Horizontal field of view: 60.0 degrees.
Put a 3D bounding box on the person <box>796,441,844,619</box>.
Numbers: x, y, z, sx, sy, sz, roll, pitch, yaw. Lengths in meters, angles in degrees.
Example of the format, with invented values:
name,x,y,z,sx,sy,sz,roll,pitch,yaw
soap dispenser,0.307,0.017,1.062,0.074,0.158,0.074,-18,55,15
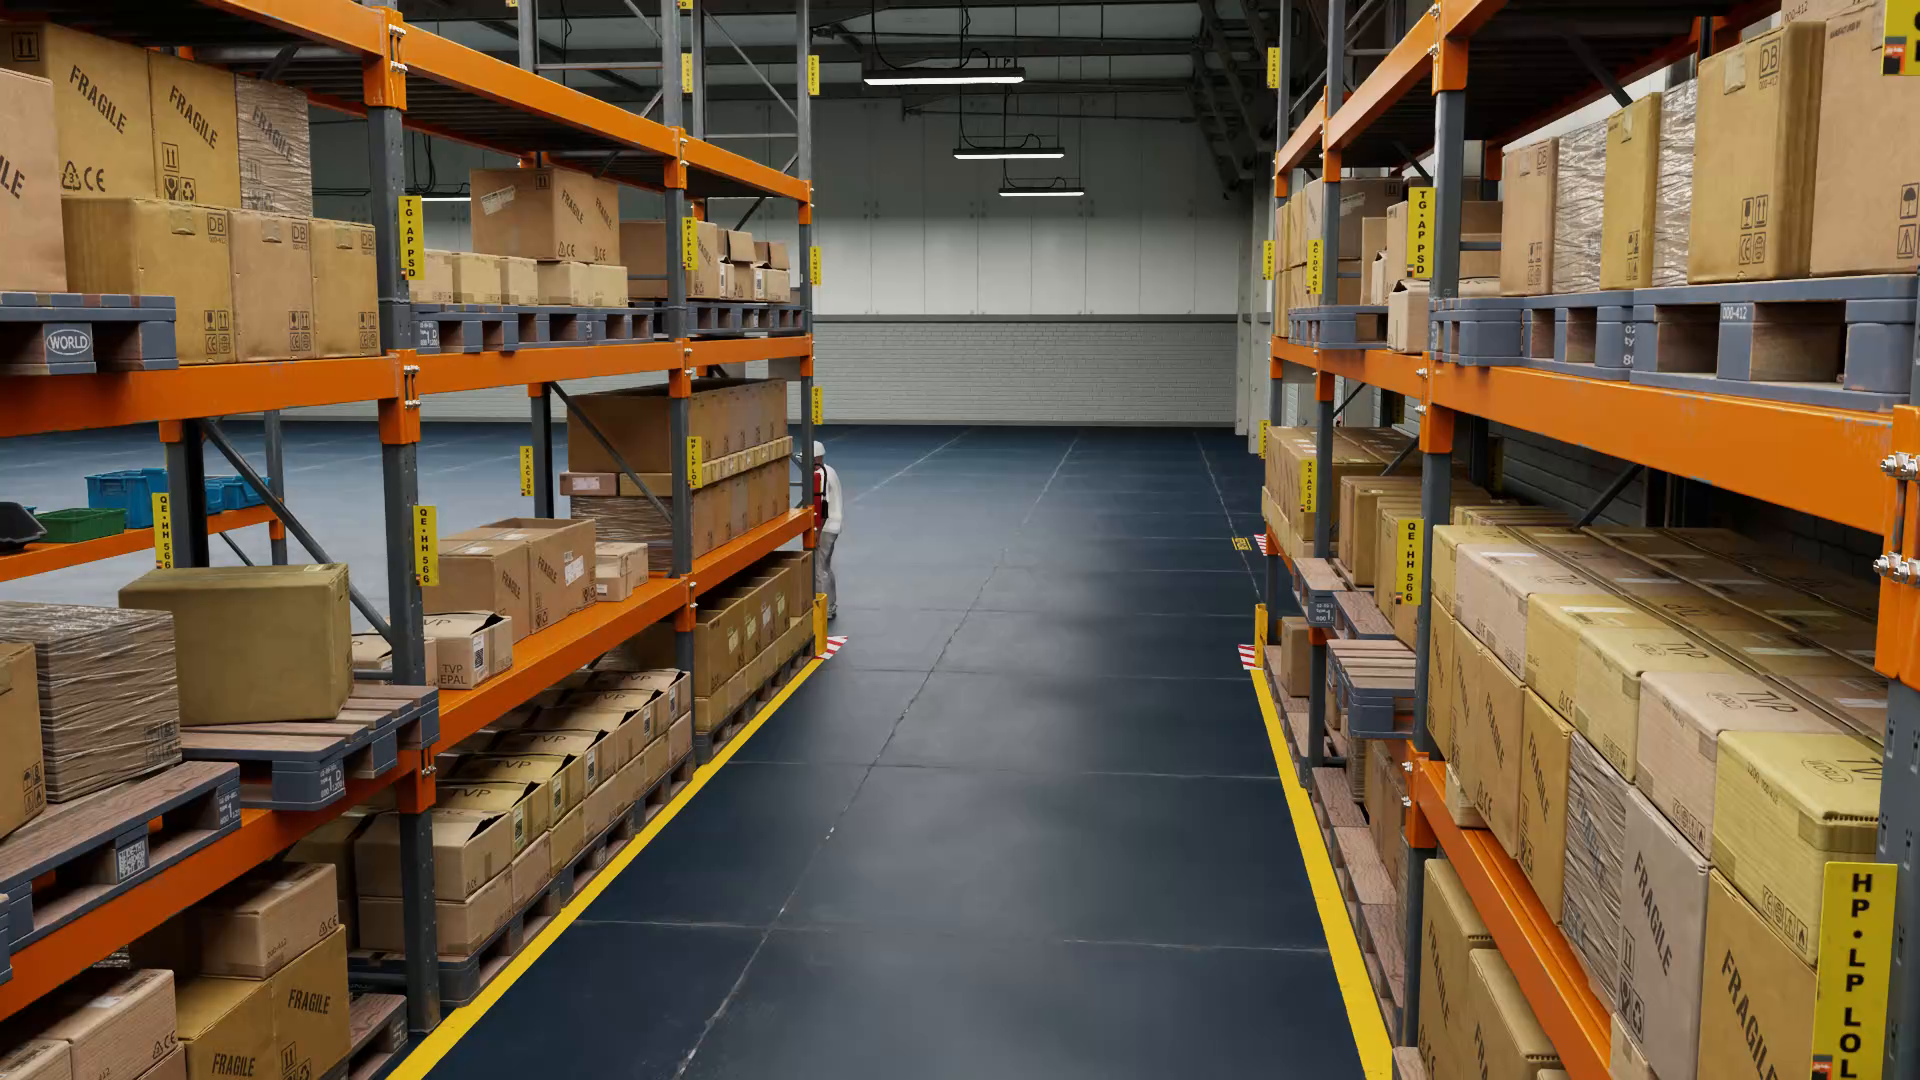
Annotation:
name,x,y,z,sx,sy,sz,roll,pitch,yaw
person,-1.386,-0.103,16.510,0.460,1.758,0.634,0,8,3
